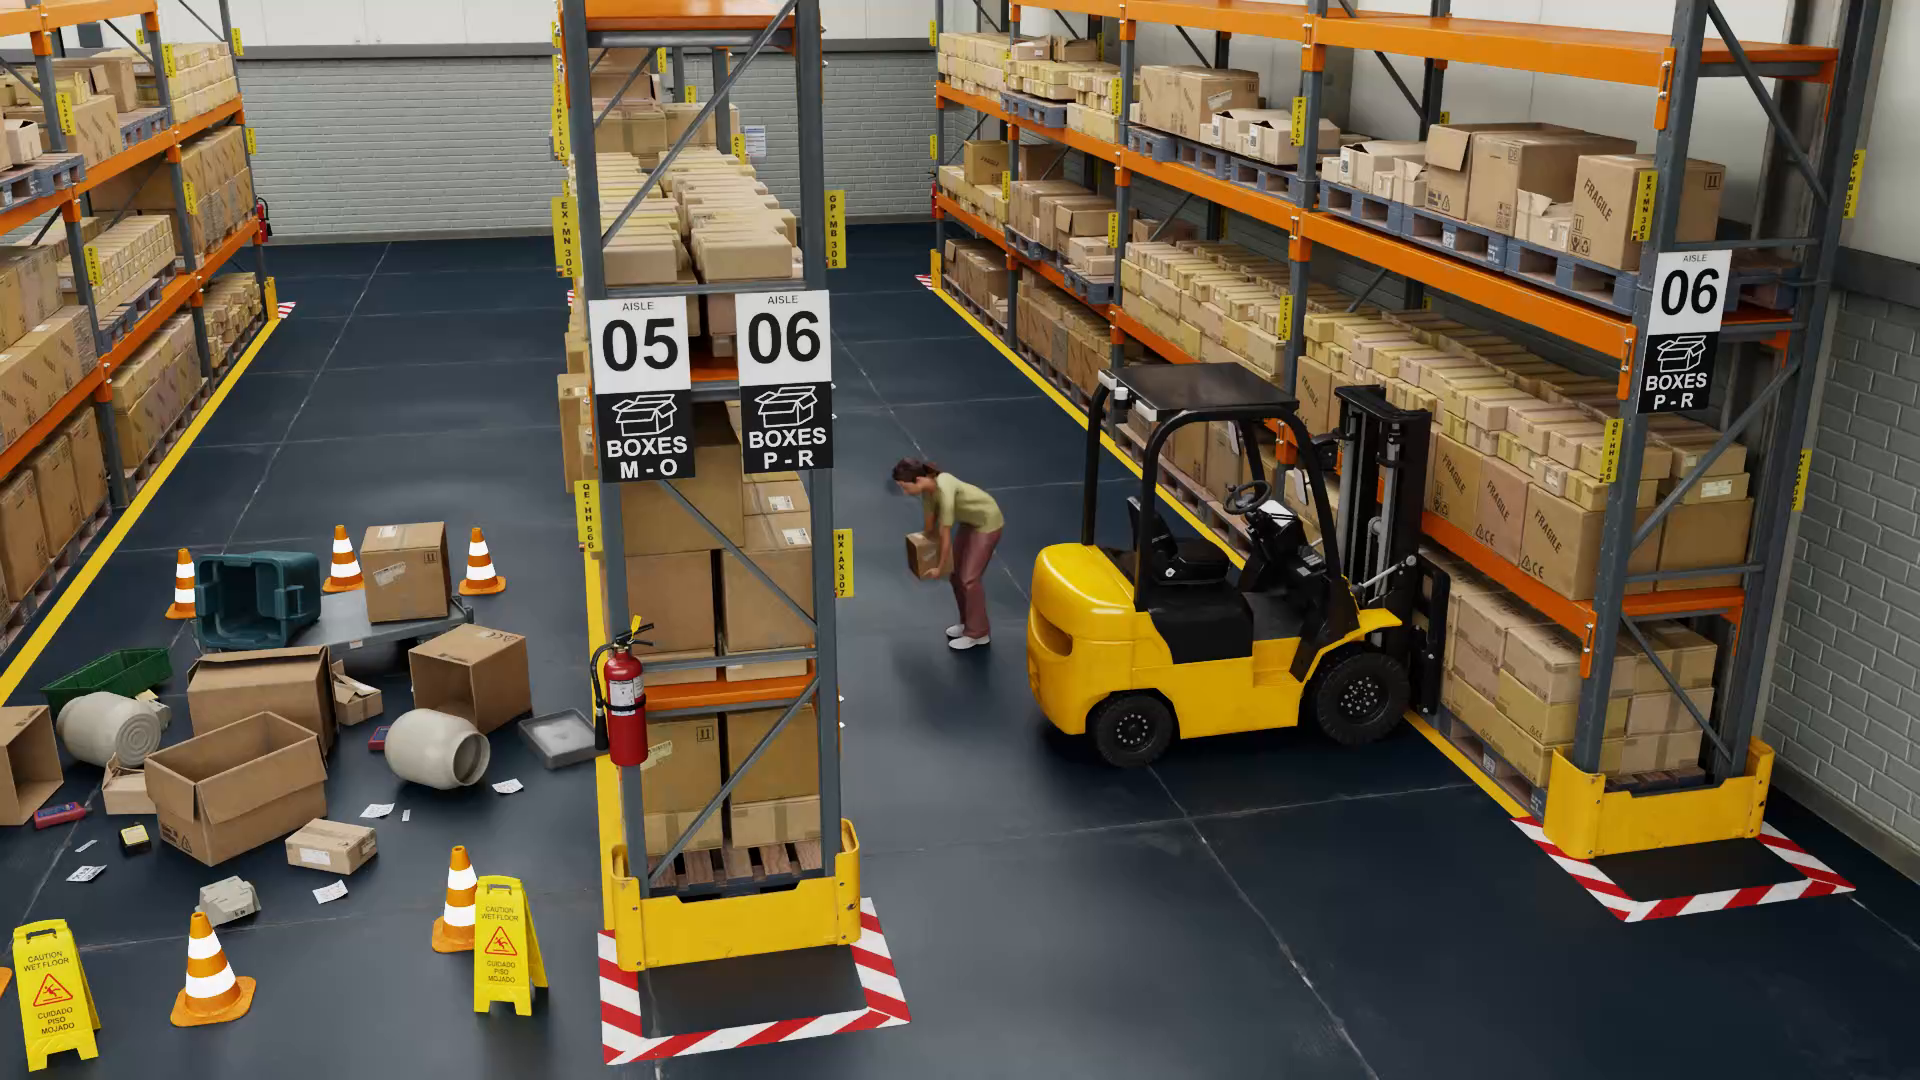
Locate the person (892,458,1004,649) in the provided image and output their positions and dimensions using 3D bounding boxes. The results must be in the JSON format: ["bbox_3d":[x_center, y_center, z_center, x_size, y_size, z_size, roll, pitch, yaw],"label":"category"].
[{"bbox_3d":[-0.084,0.071,11.320,0.777,1.380,0.406,-8,21,-21],"label":"person"}]
